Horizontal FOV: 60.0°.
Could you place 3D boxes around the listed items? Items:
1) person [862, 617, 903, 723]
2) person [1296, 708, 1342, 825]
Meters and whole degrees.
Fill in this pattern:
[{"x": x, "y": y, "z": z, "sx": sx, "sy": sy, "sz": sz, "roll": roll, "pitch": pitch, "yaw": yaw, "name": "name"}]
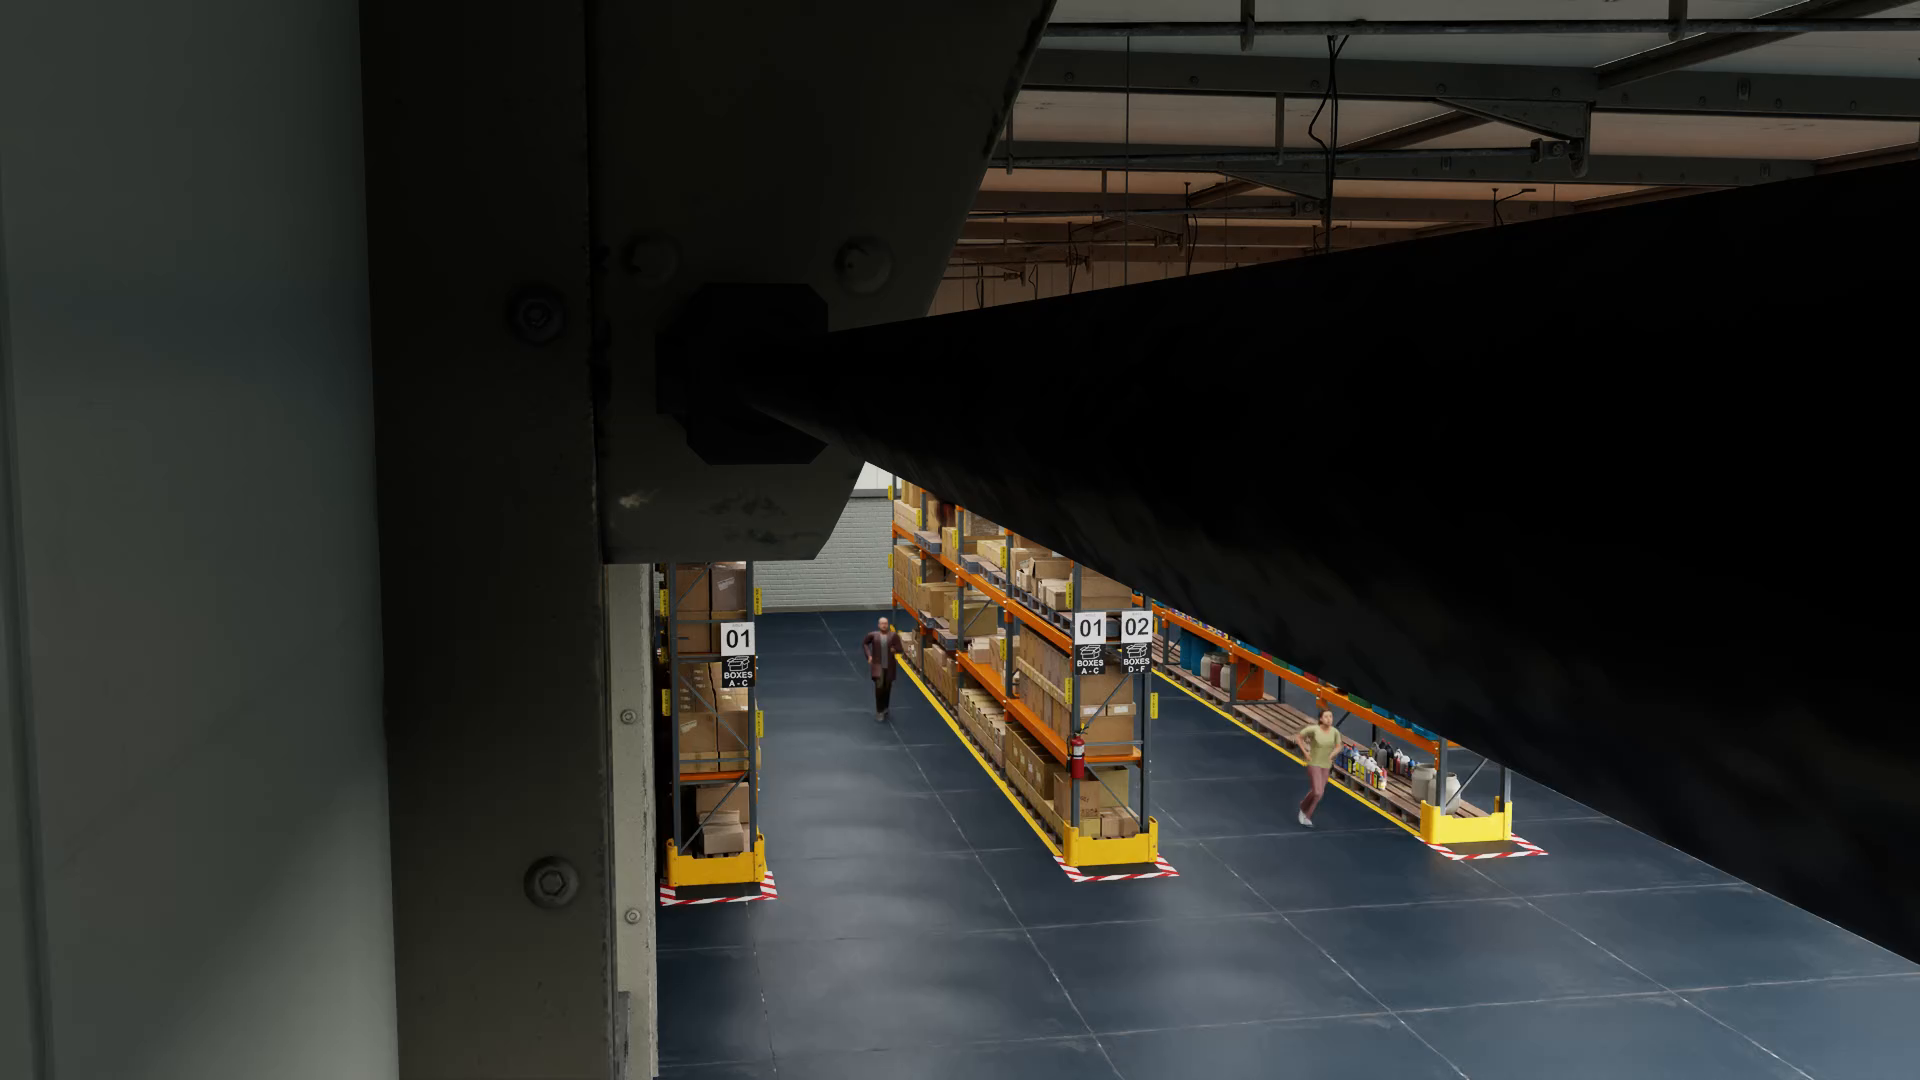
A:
[{"x": -1.352, "y": 2.279, "z": 29.338, "sx": 0.682, "sy": 1.839, "sz": 0.802, "roll": -1, "pitch": 6, "yaw": -11, "name": "person"}, {"x": 4.898, "y": 3.078, "z": 22.573, "sx": 0.578, "sy": 1.637, "sz": 0.564, "roll": -2, "pitch": 6, "yaw": -15, "name": "person"}]
